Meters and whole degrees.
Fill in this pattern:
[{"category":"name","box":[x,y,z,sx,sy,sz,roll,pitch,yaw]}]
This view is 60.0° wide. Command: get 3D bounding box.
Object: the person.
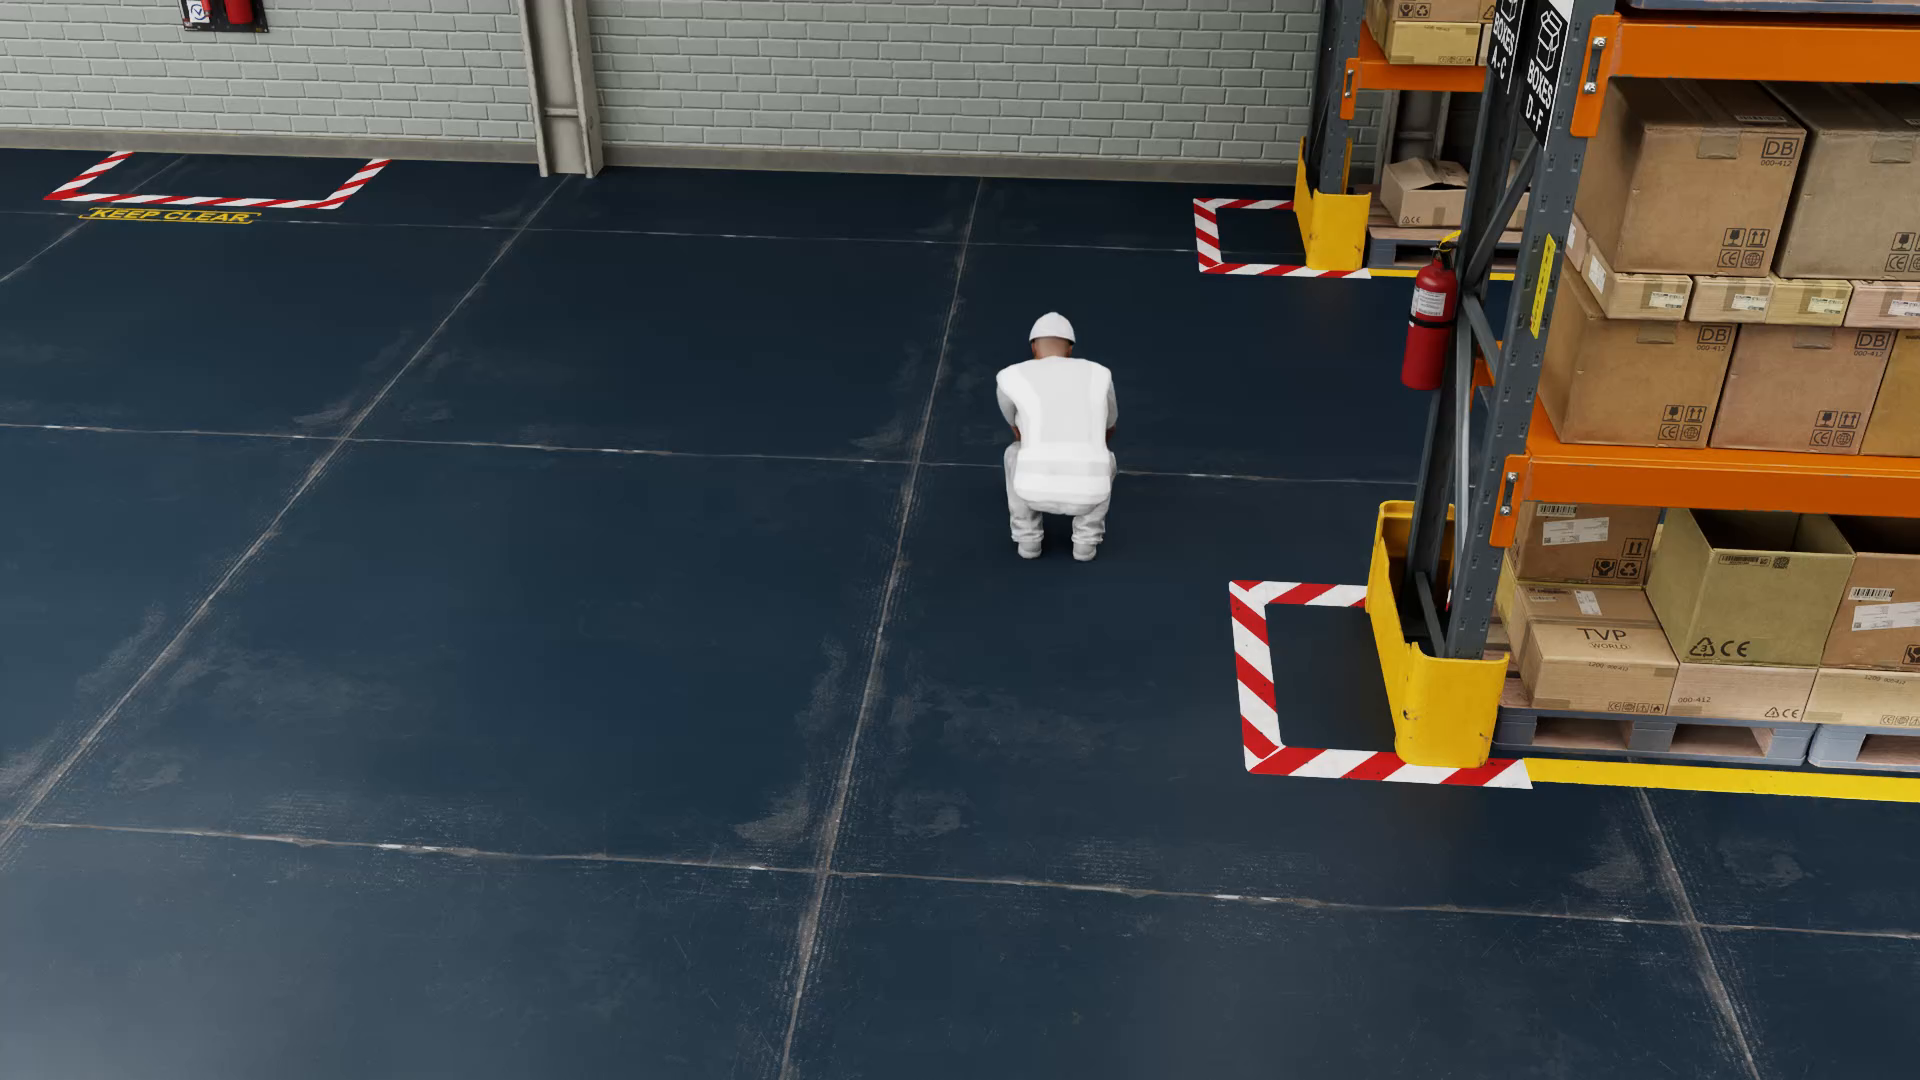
[{"category":"person","box":[0.446,-0.473,7.645,0.567,0.993,0.899,2,32,4]}]
